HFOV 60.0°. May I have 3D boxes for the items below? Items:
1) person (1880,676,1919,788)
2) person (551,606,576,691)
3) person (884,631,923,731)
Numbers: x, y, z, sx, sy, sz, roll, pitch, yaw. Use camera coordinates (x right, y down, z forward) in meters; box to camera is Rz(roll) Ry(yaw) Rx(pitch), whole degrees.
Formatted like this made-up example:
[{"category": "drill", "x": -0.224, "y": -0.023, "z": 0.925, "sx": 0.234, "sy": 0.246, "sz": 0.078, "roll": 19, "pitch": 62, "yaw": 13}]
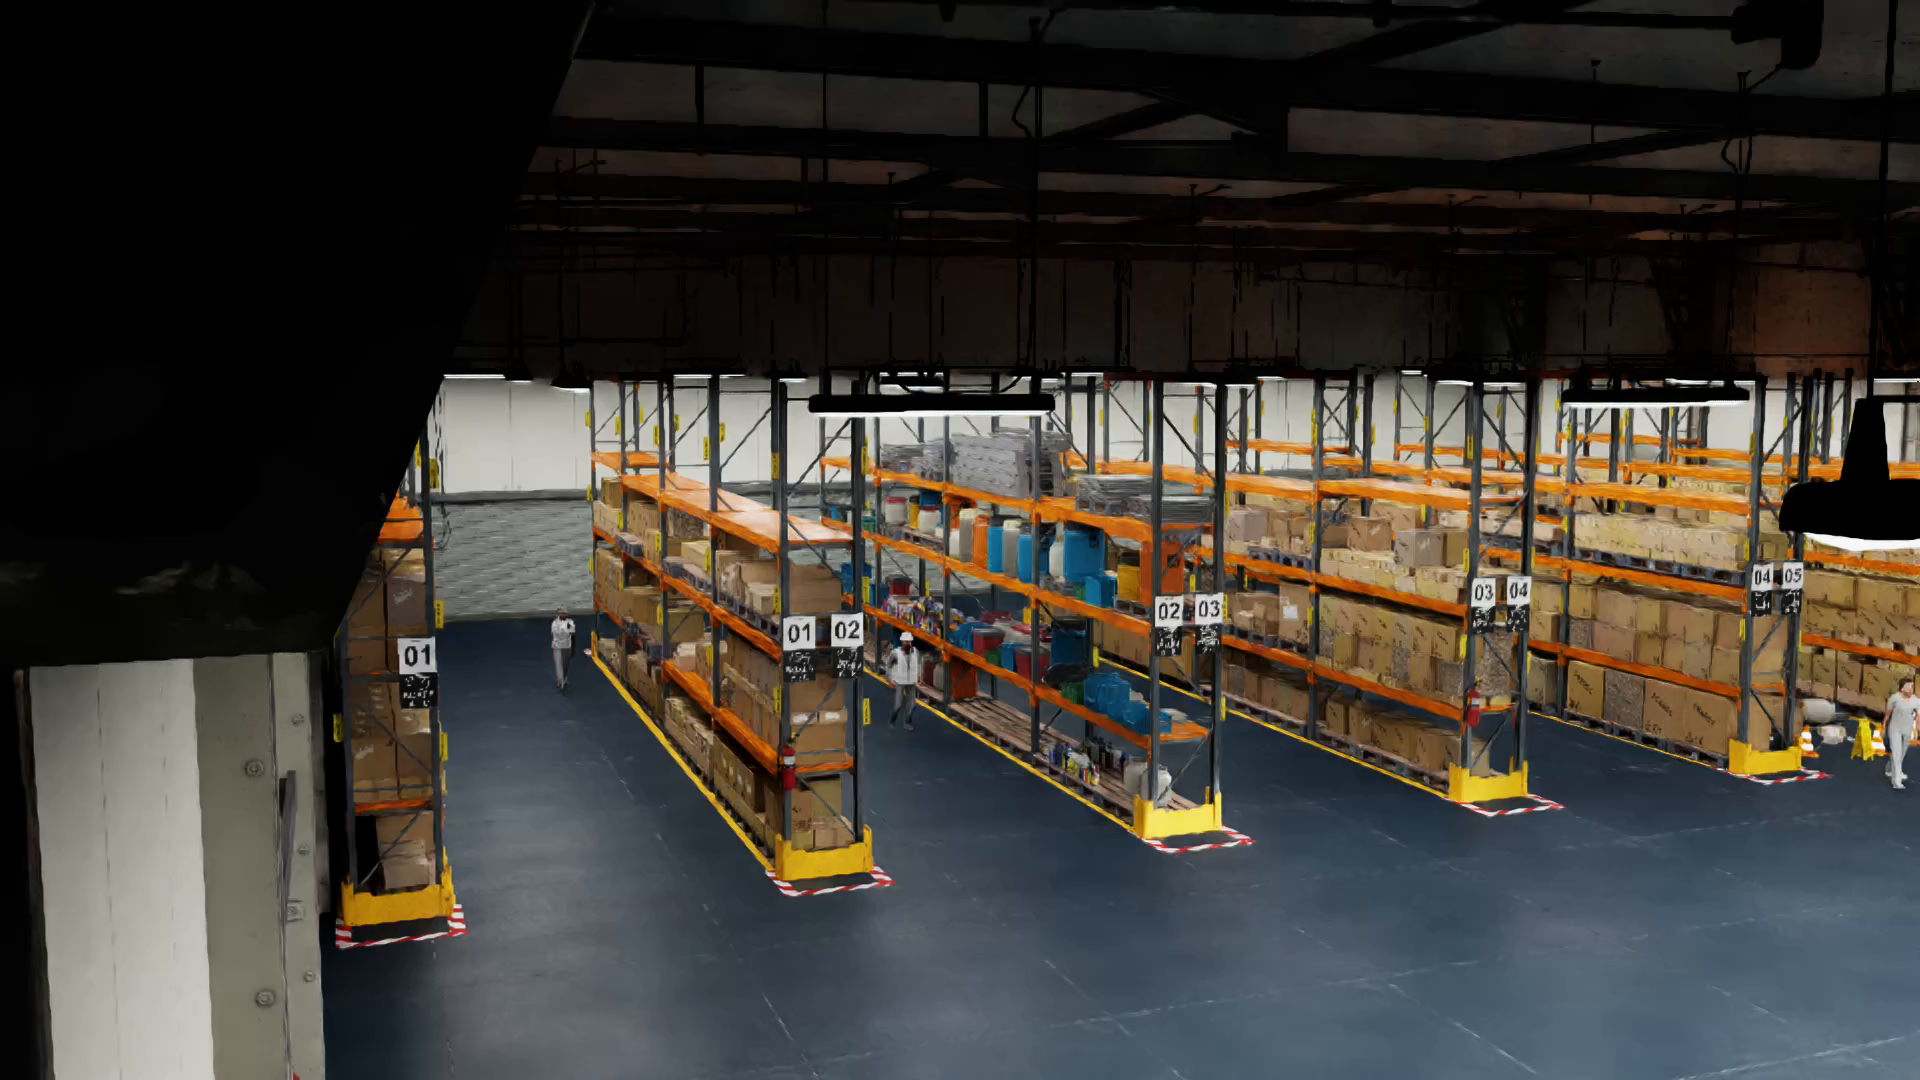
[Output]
[{"category": "person", "x": 13.856, "y": 2.801, "z": 24.455, "sx": 0.482, "sy": 1.621, "sz": 0.949, "roll": 0, "pitch": 6, "yaw": 3}, {"category": "person", "x": -7.499, "y": 2.013, "z": 31.489, "sx": 0.445, "sy": 1.590, "sz": 1.091, "roll": -3, "pitch": 7, "yaw": -22}, {"category": "person", "x": -0.938, "y": 2.369, "z": 27.926, "sx": 0.677, "sy": 1.725, "sz": 0.574, "roll": -3, "pitch": 7, "yaw": -22}]
